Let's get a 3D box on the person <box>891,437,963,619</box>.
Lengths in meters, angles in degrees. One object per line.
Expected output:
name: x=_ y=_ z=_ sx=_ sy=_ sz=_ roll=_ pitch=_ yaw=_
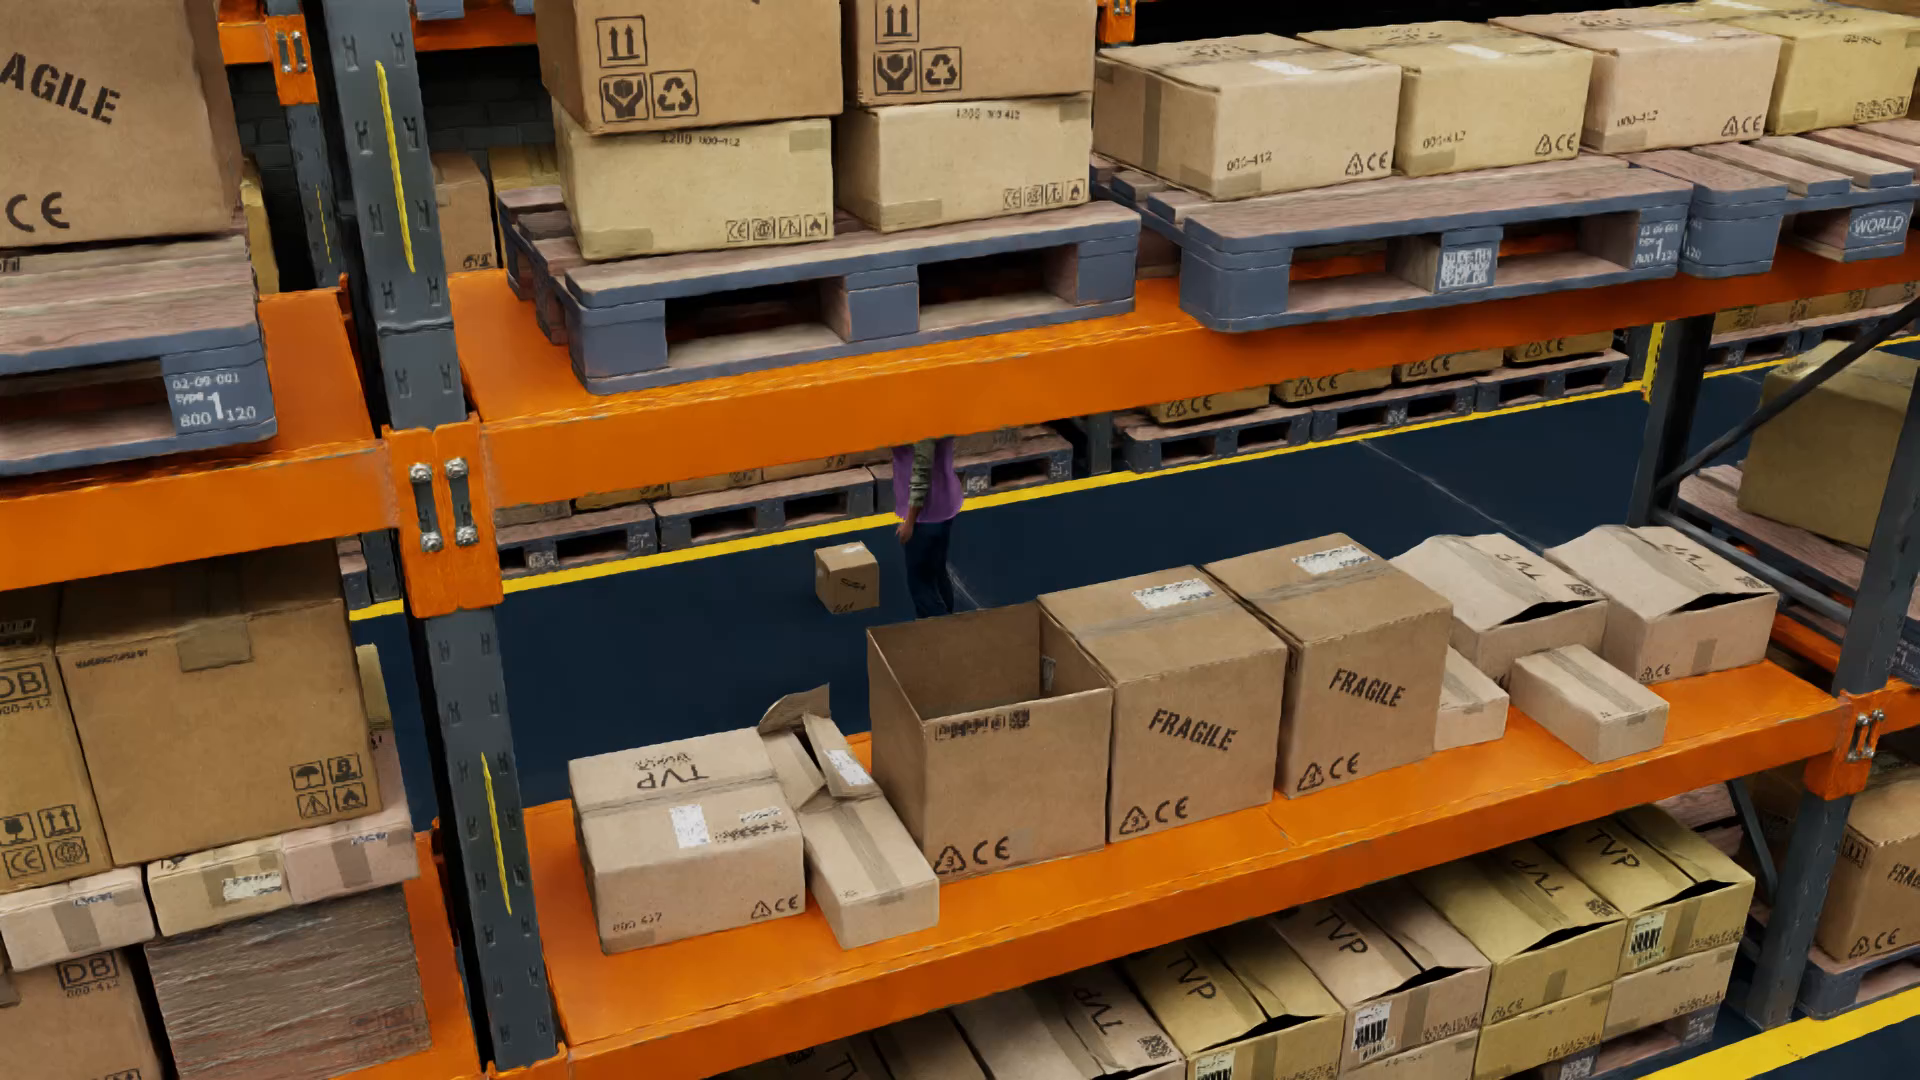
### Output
person: x=-0.167 y=-0.106 z=7.320 sx=0.337 sy=1.599 sz=0.574 roll=5 pitch=27 yaw=11
